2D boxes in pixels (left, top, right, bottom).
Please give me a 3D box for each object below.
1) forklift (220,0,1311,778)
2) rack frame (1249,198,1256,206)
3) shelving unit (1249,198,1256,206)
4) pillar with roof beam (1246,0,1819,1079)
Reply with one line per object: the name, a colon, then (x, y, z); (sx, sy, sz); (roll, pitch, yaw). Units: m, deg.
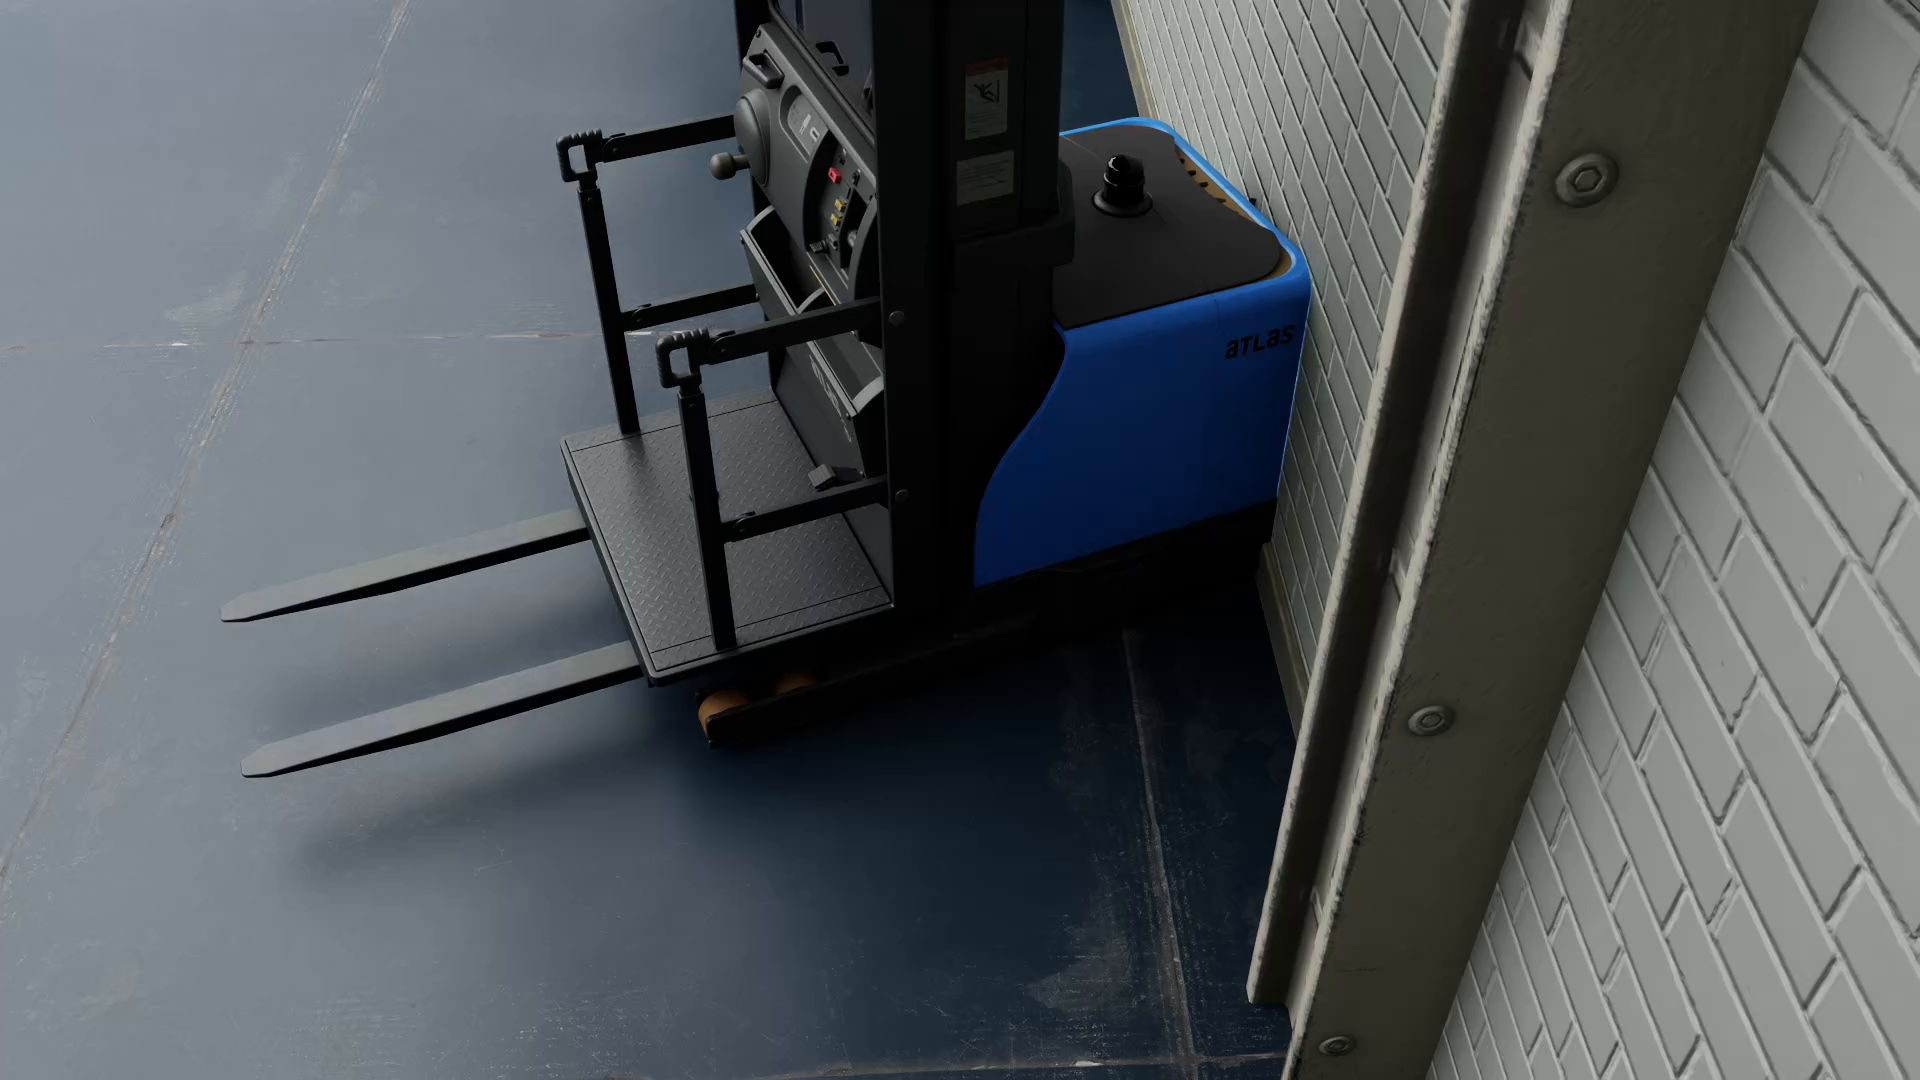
forklift: (-0.574, -0.916, 4.080); (3.031, 2.935, 1.130); (-16, 45, -17)
rack frame: (0.753, -0.717, 5.374); (0.240, 0.900, 0.006); (3, 42, -3)
shelving unit: (0.754, -0.648, 5.299); (0.258, 0.900, 0.210); (3, 42, -3)
pillar with roof beam: (-3.439, -1.980, 0.750); (9.100, 9.000, 0.400); (-2, 43, -2)
